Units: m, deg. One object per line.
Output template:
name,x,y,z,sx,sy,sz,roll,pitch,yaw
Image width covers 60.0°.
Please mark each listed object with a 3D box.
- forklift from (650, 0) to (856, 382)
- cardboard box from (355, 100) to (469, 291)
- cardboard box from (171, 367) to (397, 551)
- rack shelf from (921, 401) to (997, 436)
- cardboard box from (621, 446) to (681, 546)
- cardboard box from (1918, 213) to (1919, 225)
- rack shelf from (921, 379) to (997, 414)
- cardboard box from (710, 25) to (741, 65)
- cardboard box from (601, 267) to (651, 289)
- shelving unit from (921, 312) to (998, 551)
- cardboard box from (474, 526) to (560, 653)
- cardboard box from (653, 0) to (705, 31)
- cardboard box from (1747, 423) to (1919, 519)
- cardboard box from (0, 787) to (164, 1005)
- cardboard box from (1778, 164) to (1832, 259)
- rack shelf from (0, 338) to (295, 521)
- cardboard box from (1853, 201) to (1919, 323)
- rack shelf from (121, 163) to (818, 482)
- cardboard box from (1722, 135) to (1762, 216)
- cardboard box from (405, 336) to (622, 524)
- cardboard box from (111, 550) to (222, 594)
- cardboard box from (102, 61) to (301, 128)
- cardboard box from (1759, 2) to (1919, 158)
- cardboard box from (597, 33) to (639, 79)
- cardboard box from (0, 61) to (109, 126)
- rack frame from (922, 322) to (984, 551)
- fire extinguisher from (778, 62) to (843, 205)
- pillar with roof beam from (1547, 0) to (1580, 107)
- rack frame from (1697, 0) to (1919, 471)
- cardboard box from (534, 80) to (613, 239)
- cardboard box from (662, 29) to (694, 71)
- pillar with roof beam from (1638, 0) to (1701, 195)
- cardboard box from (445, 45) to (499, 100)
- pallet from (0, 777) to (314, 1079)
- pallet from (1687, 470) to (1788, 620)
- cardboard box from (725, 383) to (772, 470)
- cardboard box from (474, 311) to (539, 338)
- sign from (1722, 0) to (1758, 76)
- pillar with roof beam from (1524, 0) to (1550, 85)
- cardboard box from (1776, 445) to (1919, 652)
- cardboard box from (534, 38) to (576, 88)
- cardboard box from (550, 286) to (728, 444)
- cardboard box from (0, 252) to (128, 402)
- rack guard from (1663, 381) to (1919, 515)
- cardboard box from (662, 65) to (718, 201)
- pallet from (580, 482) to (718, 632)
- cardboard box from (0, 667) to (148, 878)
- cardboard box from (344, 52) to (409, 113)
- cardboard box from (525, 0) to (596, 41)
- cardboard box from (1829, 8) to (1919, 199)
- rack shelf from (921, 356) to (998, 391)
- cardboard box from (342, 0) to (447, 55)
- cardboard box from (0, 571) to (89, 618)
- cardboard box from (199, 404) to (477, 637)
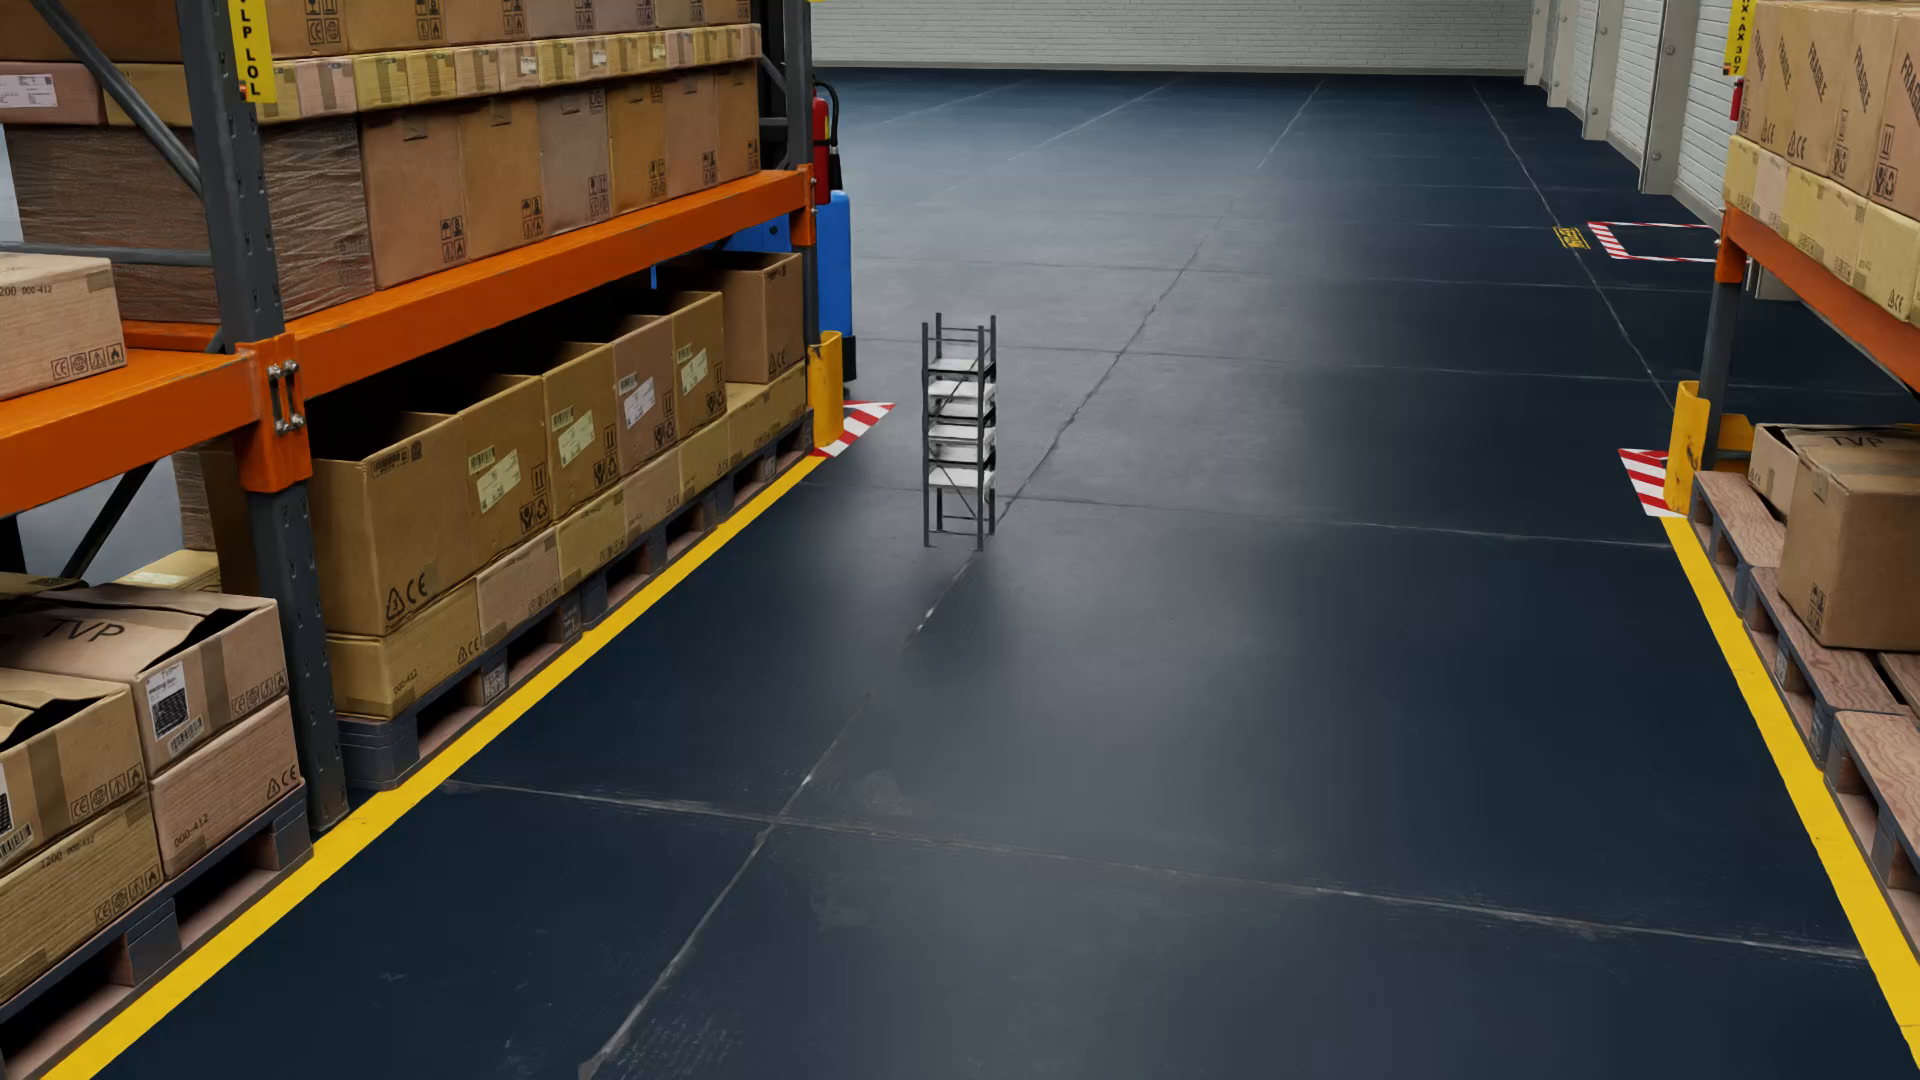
forklift,-1.629,-2.560,9.647,1.130,2.935,3.031,-8,21,-23
cardboard box,-1.928,-1.049,4.963,0.700,0.500,0.500,4,19,13
cardboard box,-2.118,-0.267,5.273,0.500,0.500,0.500,5,19,13
rack shelf,-0.002,-0.477,6.516,0.258,0.077,0.200,5,19,13
cardboard box,-1.374,-0.185,6.193,0.500,0.250,0.500,5,19,13
cardboard box,2.584,-0.929,3.808,0.500,0.500,0.500,5,19,13
rack shelf,-0.002,-0.562,6.487,0.258,0.077,0.200,5,19,13
cardboard box,-1.146,-2.087,6.999,0.380,0.149,0.250,5,20,15
cardboard box,-1.642,-0.895,7.111,0.500,0.500,0.500,5,19,13
shelving unit,-0.002,-0.423,6.535,0.258,0.900,0.210,5,19,13
cardboard box,-1.618,0.129,5.275,0.500,0.250,0.500,5,19,13
cardboard box,-1.438,-2.284,6.572,0.700,0.500,0.500,4,19,12
cardboard box,3.373,-0.286,6.363,0.500,0.311,0.500,2,19,7
cardboard box,-2.098,0.718,3.550,0.500,0.250,0.500,4,19,13
cardboard box,2.959,-1.047,5.314,0.500,0.250,0.500,4,19,13
rack shelf,-2.641,0.271,2.366,1.077,0.370,4.000,5,19,13
cardboard box,2.712,-0.731,4.389,0.500,0.250,0.500,5,19,13
rack shelf,-1.664,-0.983,6.037,1.077,0.370,4.000,5,19,13
cardboard box,3.202,-1.370,6.260,0.500,0.250,0.500,4,19,12
cardboard box,-1.491,-0.383,5.611,0.500,0.500,0.500,5,19,13
cardboard box,-2.251,0.244,4.938,0.500,0.250,0.500,5,19,13
cardboard box,-1.899,-1.119,4.166,0.380,0.149,0.250,5,19,13
cardboard box,3.091,-1.573,5.694,0.500,0.500,0.500,5,19,14
cardboard box,-1.399,-1.763,6.051,0.380,0.149,0.250,5,20,15
cardboard box,-2.294,-1.153,4.263,0.380,0.149,0.250,5,19,13
rack frame,-0.027,-0.391,6.441,0.240,0.900,0.006,5,19,13
fire extinguisher,-0.696,-1.914,7.769,0.296,0.674,0.183,5,19,13
pillar with roof beam,5.986,-11.973,27.820,9.100,9.000,0.400,5,19,13
rack frame,3.629,-1.560,6.614,1.000,3.000,0.127,5,19,13
cardboard box,-1.677,-1.366,5.893,0.700,0.500,0.500,5,20,15
cardboard box,-1.272,-1.928,6.534,0.380,0.149,0.250,5,19,14
pillar with roof beam,3.055,-8.212,16.809,9.100,9.000,0.400,5,19,13
cardboard box,-1.650,-1.440,5.104,0.380,0.149,0.250,4,19,12
pallet,-2.295,0.857,3.851,1.003,0.211,1.213,5,19,13
pallet,3.378,0.035,6.257,1.003,0.211,1.213,5,19,13
cardboard box,-1.130,-0.498,7.110,0.500,0.250,0.500,5,19,13
cardboard box,-1.891,-0.582,6.194,0.500,0.500,0.500,5,19,13
sign,3.103,-2.012,6.599,0.100,0.325,0.005,5,19,13
pillar with roof beam,7.452,-13.854,33.326,9.100,9.000,0.400,5,19,13
cardboard box,3.006,0.029,5.148,0.700,0.500,0.500,3,19,10
cardboard box,-1.524,-1.605,5.588,0.380,0.149,0.250,4,19,13
cardboard box,-1.248,-0.696,6.529,0.500,0.500,0.500,5,19,13
cardboard box,-2.230,-0.467,3.647,0.500,0.250,0.500,6,20,17
rack guard,3.611,-0.353,6.948,1.175,0.500,0.348,5,19,13
cardboard box,-1.425,-1.687,6.831,0.700,0.500,0.500,5,20,15
pallet,-1.621,-0.006,6.379,1.003,0.211,1.213,5,19,13
cardboard box,-2.094,0.454,3.454,0.500,0.311,0.500,5,20,15
cardboard box,-1.776,-1.279,4.634,0.380,0.149,0.250,4,19,12
cardboard box,-1.682,-1.969,5.649,0.700,0.500,0.500,5,19,13
cardboard box,2.844,-1.249,4.745,0.500,0.500,0.500,5,20,15
rack shelf,-0.002,-0.647,6.458,0.258,0.077,0.200,5,19,13
cardboard box,-1.928,-1.655,4.732,0.700,0.500,0.500,5,19,13
cardboard box,-2.495,0.251,4.049,0.500,0.311,0.500,5,19,14
cardboard box,-1.736,-0.069,4.694,0.500,0.500,0.500,5,19,13
